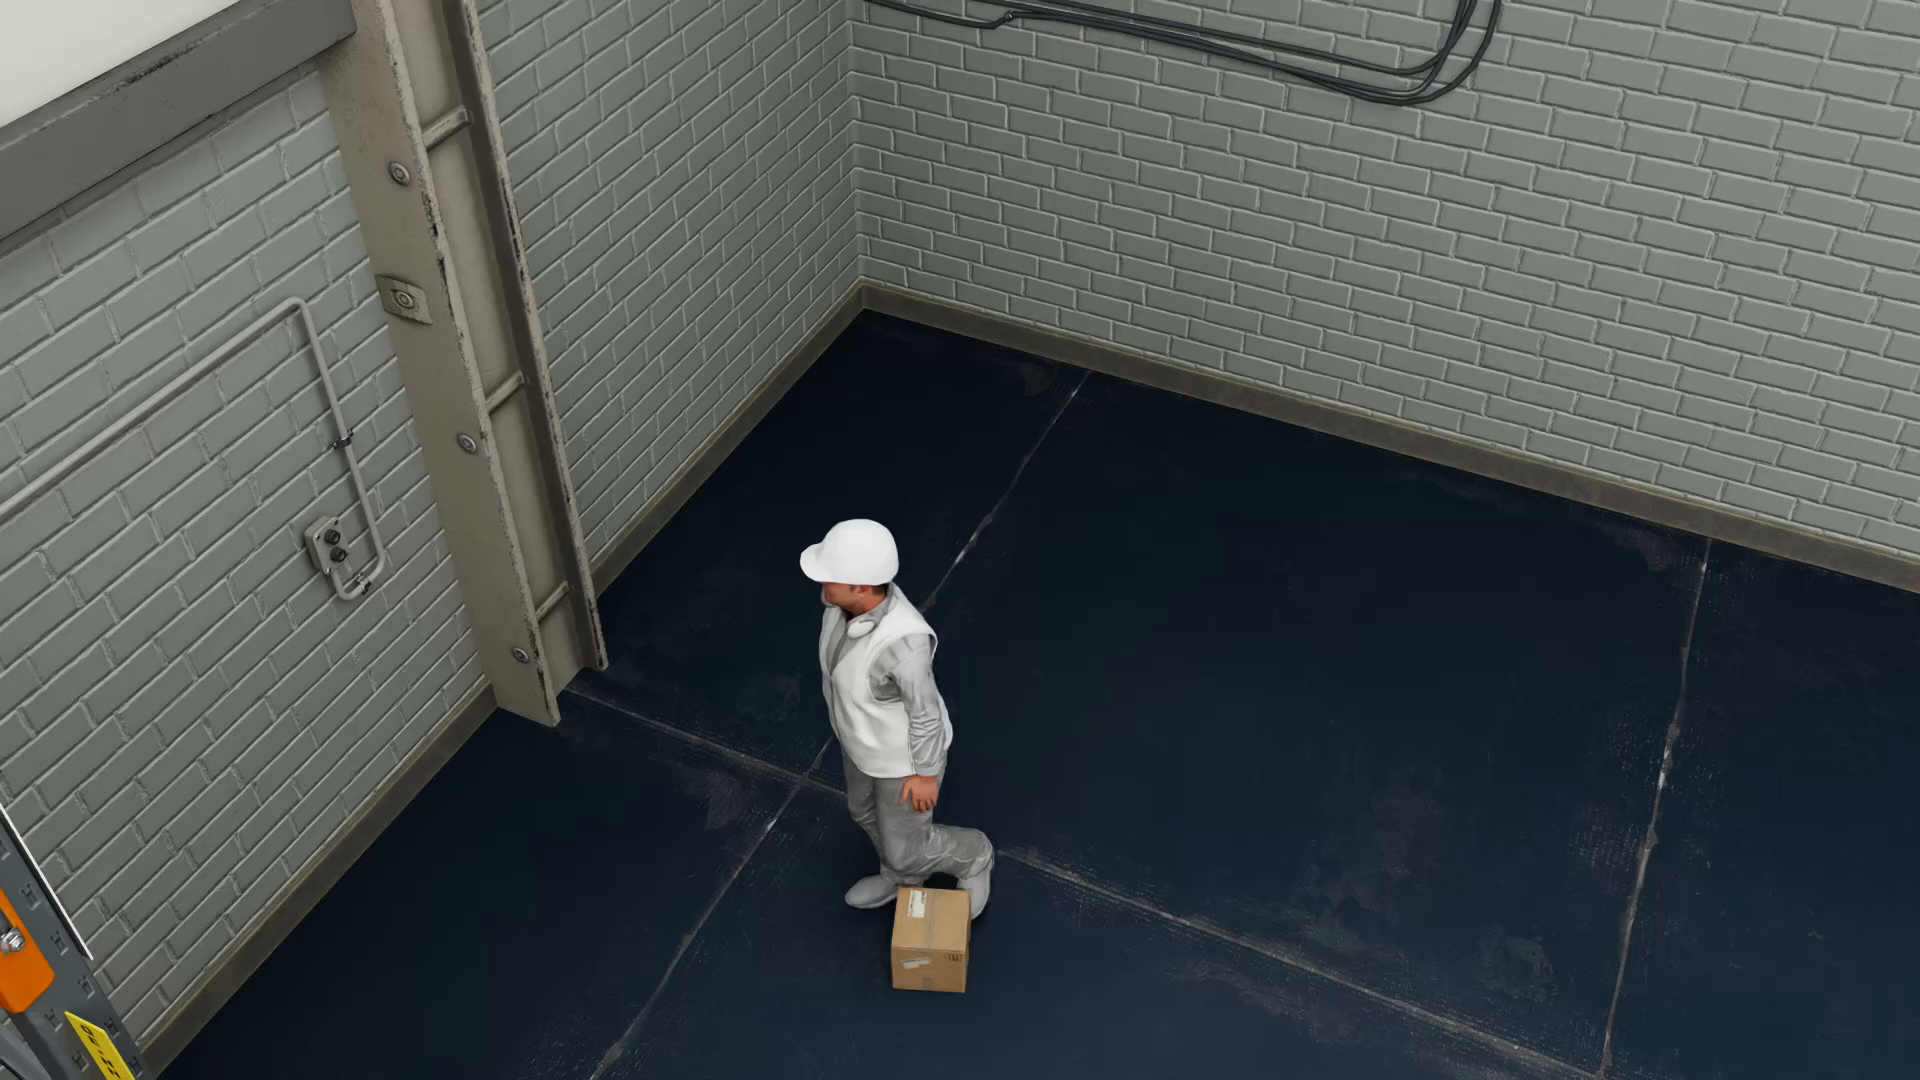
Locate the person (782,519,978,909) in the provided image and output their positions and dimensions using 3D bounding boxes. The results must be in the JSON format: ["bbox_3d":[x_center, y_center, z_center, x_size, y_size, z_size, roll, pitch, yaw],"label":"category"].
[{"bbox_3d":[-0.240,0.618,5.440,0.553,1.768,0.581,-18,45,-19],"label":"person"}]
